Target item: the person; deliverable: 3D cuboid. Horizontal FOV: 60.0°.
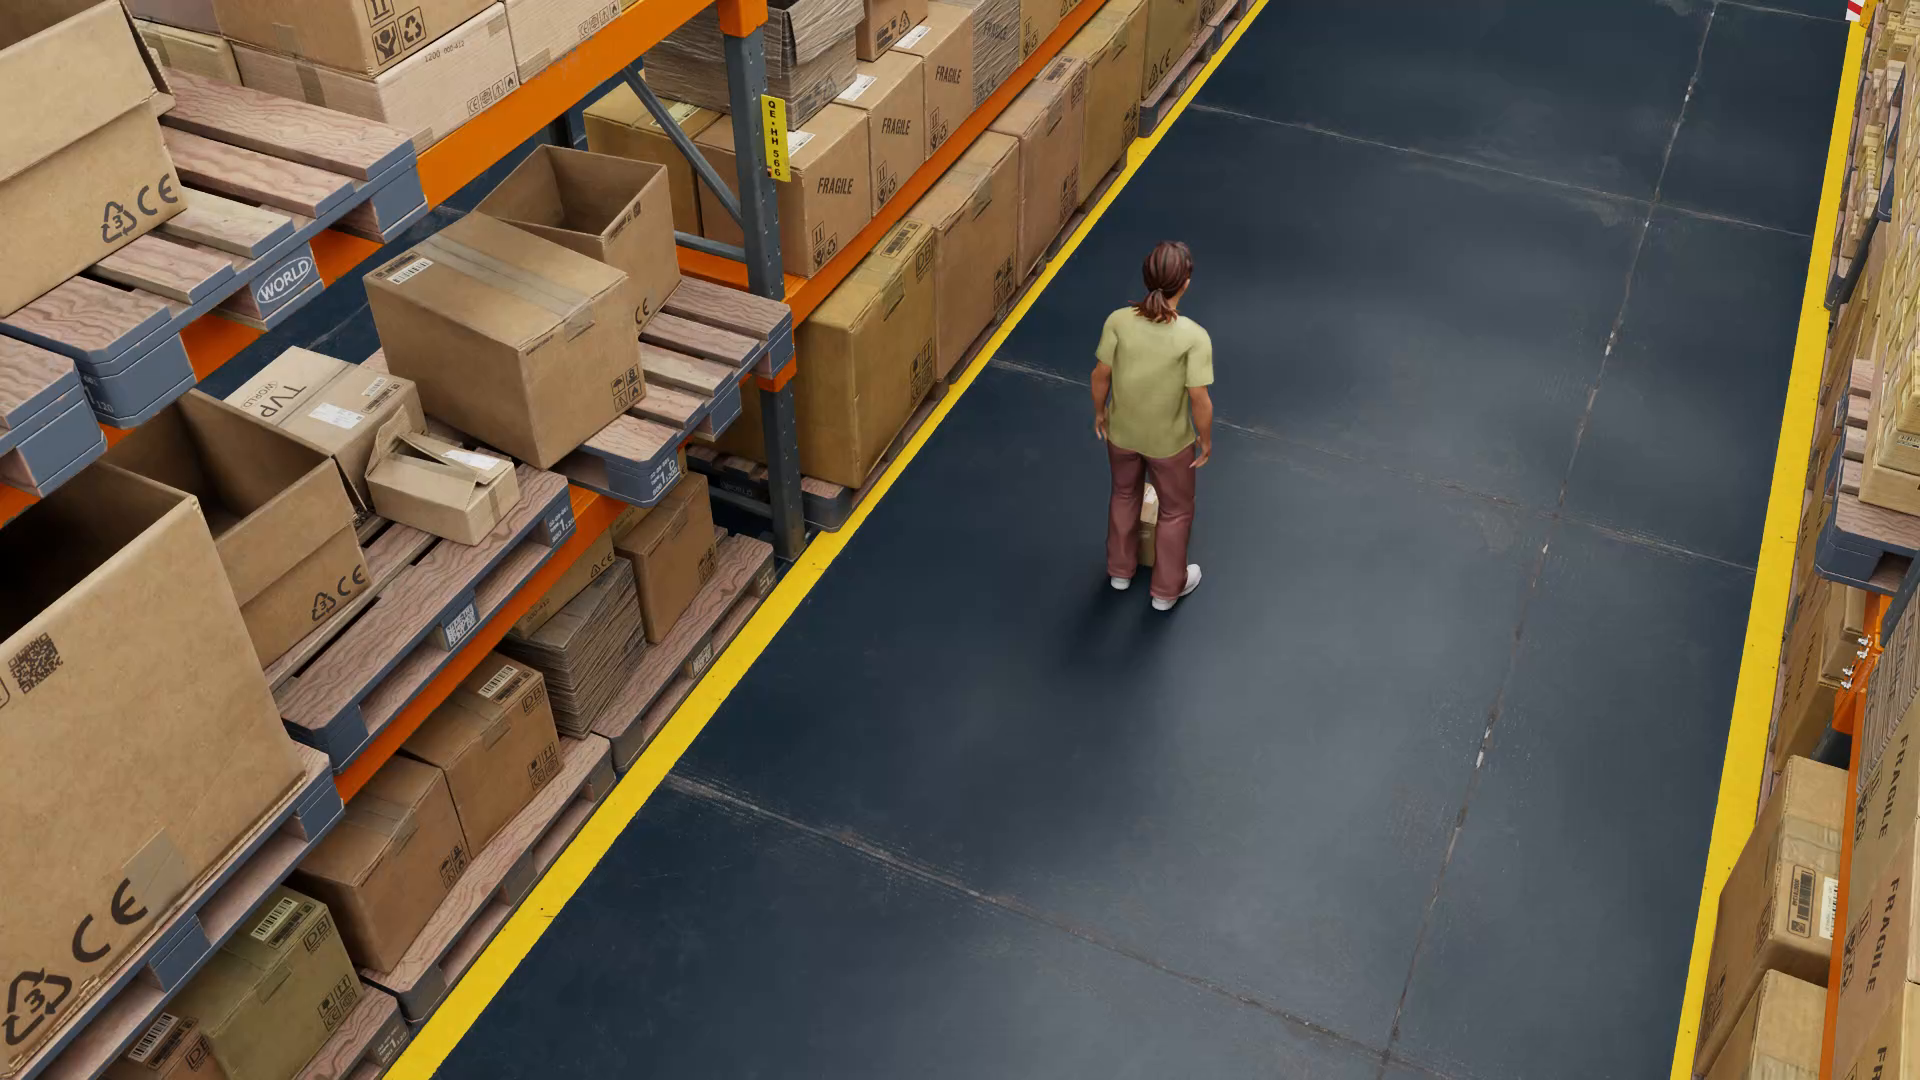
[{"bbox_3d":[0.776,-0.445,6.653,0.499,1.673,0.405,18,45,19],"label":"person"}]
